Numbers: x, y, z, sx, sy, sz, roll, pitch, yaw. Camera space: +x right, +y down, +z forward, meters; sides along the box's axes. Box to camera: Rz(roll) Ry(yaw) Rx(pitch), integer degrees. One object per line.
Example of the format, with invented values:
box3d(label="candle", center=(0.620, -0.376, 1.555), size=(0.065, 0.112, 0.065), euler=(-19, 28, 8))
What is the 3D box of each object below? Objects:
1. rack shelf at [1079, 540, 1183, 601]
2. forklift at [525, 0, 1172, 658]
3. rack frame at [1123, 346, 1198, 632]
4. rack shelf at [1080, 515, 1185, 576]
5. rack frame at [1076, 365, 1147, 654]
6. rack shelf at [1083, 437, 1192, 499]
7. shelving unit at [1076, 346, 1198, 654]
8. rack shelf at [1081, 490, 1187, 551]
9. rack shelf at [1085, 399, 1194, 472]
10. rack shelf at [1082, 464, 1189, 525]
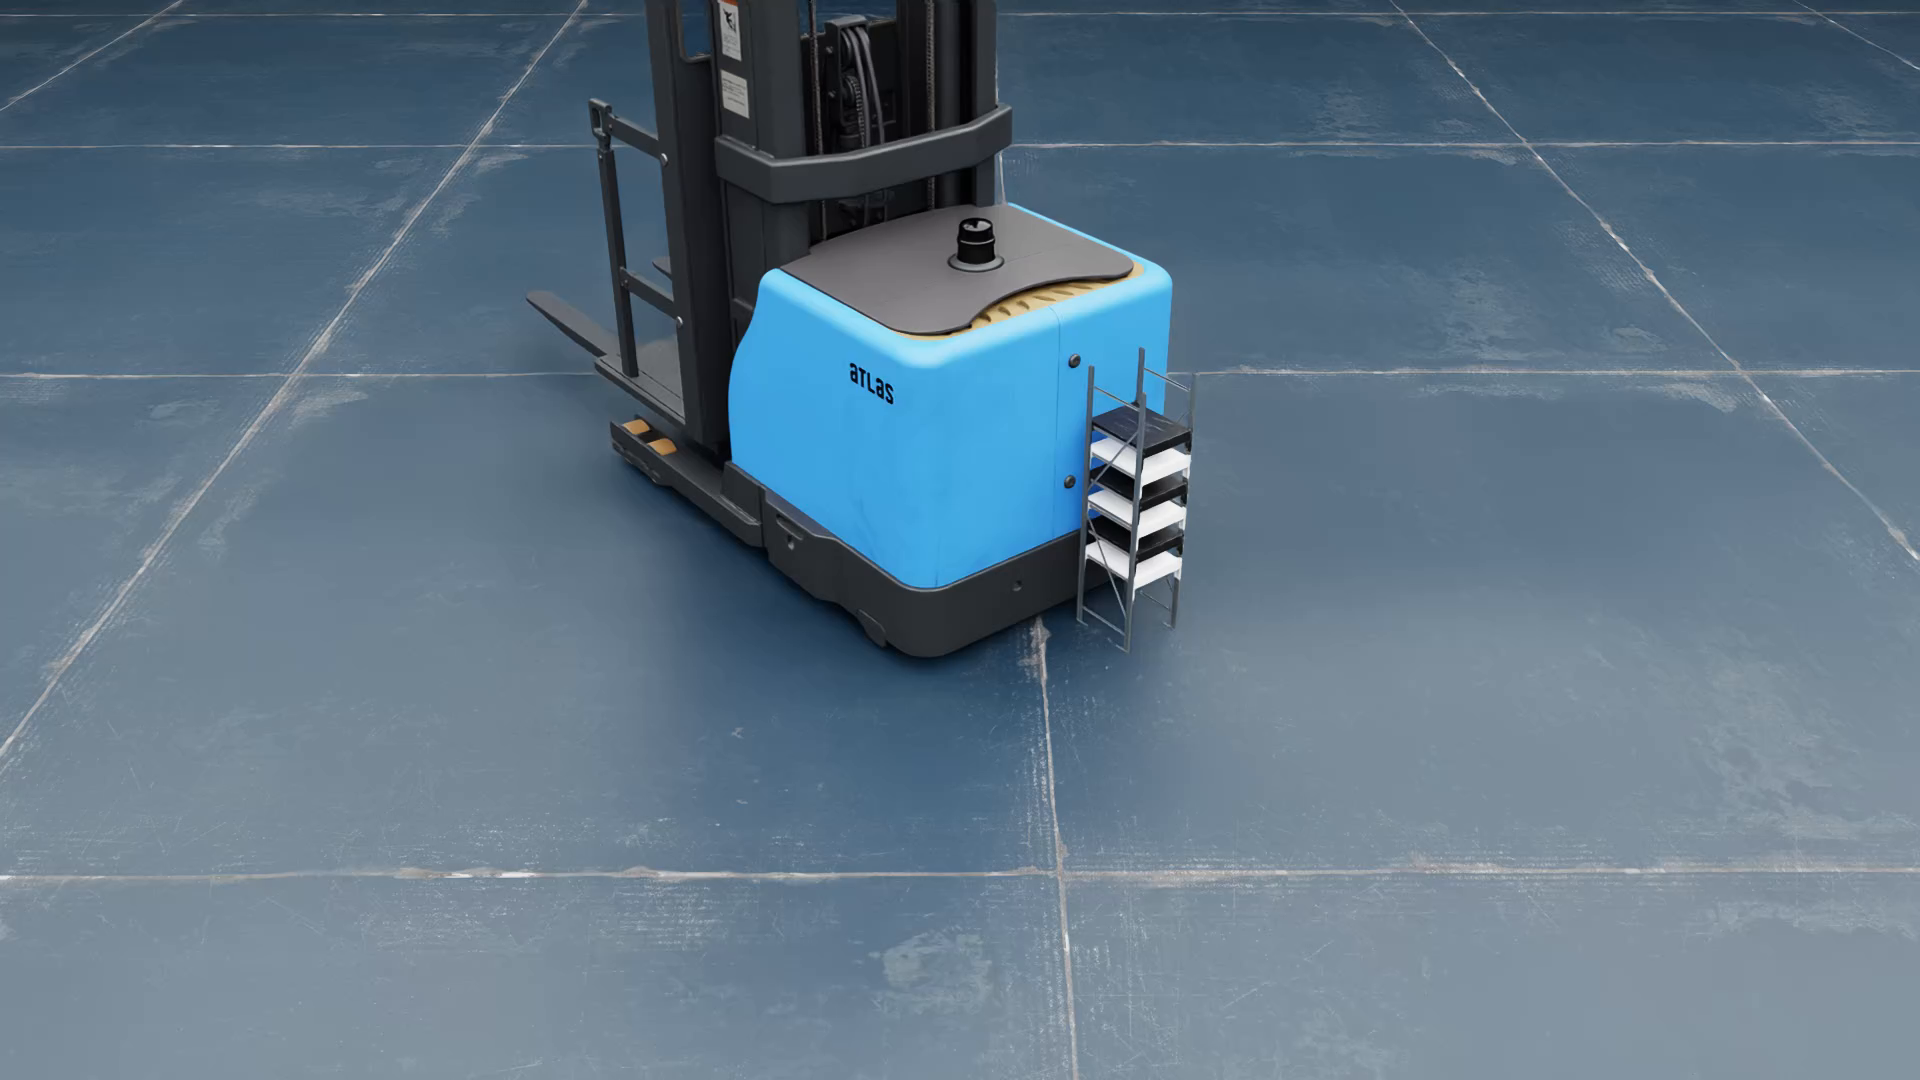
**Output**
box3d(label="rack shelf", center=(0.529, 0.071, 5.176), size=(0.200, 0.077, 0.258), euler=(-22, 38, -32))
box3d(label="forklift", center=(-0.644, -1.598, 5.558), size=(1.130, 2.935, 3.031), euler=(-22, 38, -32))
box3d(label="rack frame", center=(0.610, -0.144, 5.118), size=(0.006, 0.900, 0.240), euler=(-22, 38, -32))
box3d(label="rack shelf", center=(0.530, -0.006, 5.129), size=(0.200, 0.077, 0.258), euler=(-22, 38, -32))
box3d(label="rack frame", center=(0.450, -0.079, 5.011), size=(0.006, 0.900, 0.240), euler=(-22, 38, -32))
box3d(label="rack shelf", center=(0.531, -0.236, 4.988), size=(0.200, 0.077, 0.258), euler=(-22, 38, -32))
box3d(label="shelving unit", center=(0.530, -0.111, 5.065), size=(0.210, 0.900, 0.258), euler=(-22, 38, -32))
box3d(label="rack shelf", center=(0.530, -0.083, 5.082), size=(0.200, 0.077, 0.258), euler=(-22, 38, -32))
box3d(label="rack shelf", center=(0.531, -0.313, 4.941), size=(0.200, 0.077, 0.258), euler=(-22, 38, -32))
box3d(label="rack shelf", center=(0.530, -0.160, 5.035), size=(0.200, 0.077, 0.258), euler=(-22, 38, -32))
